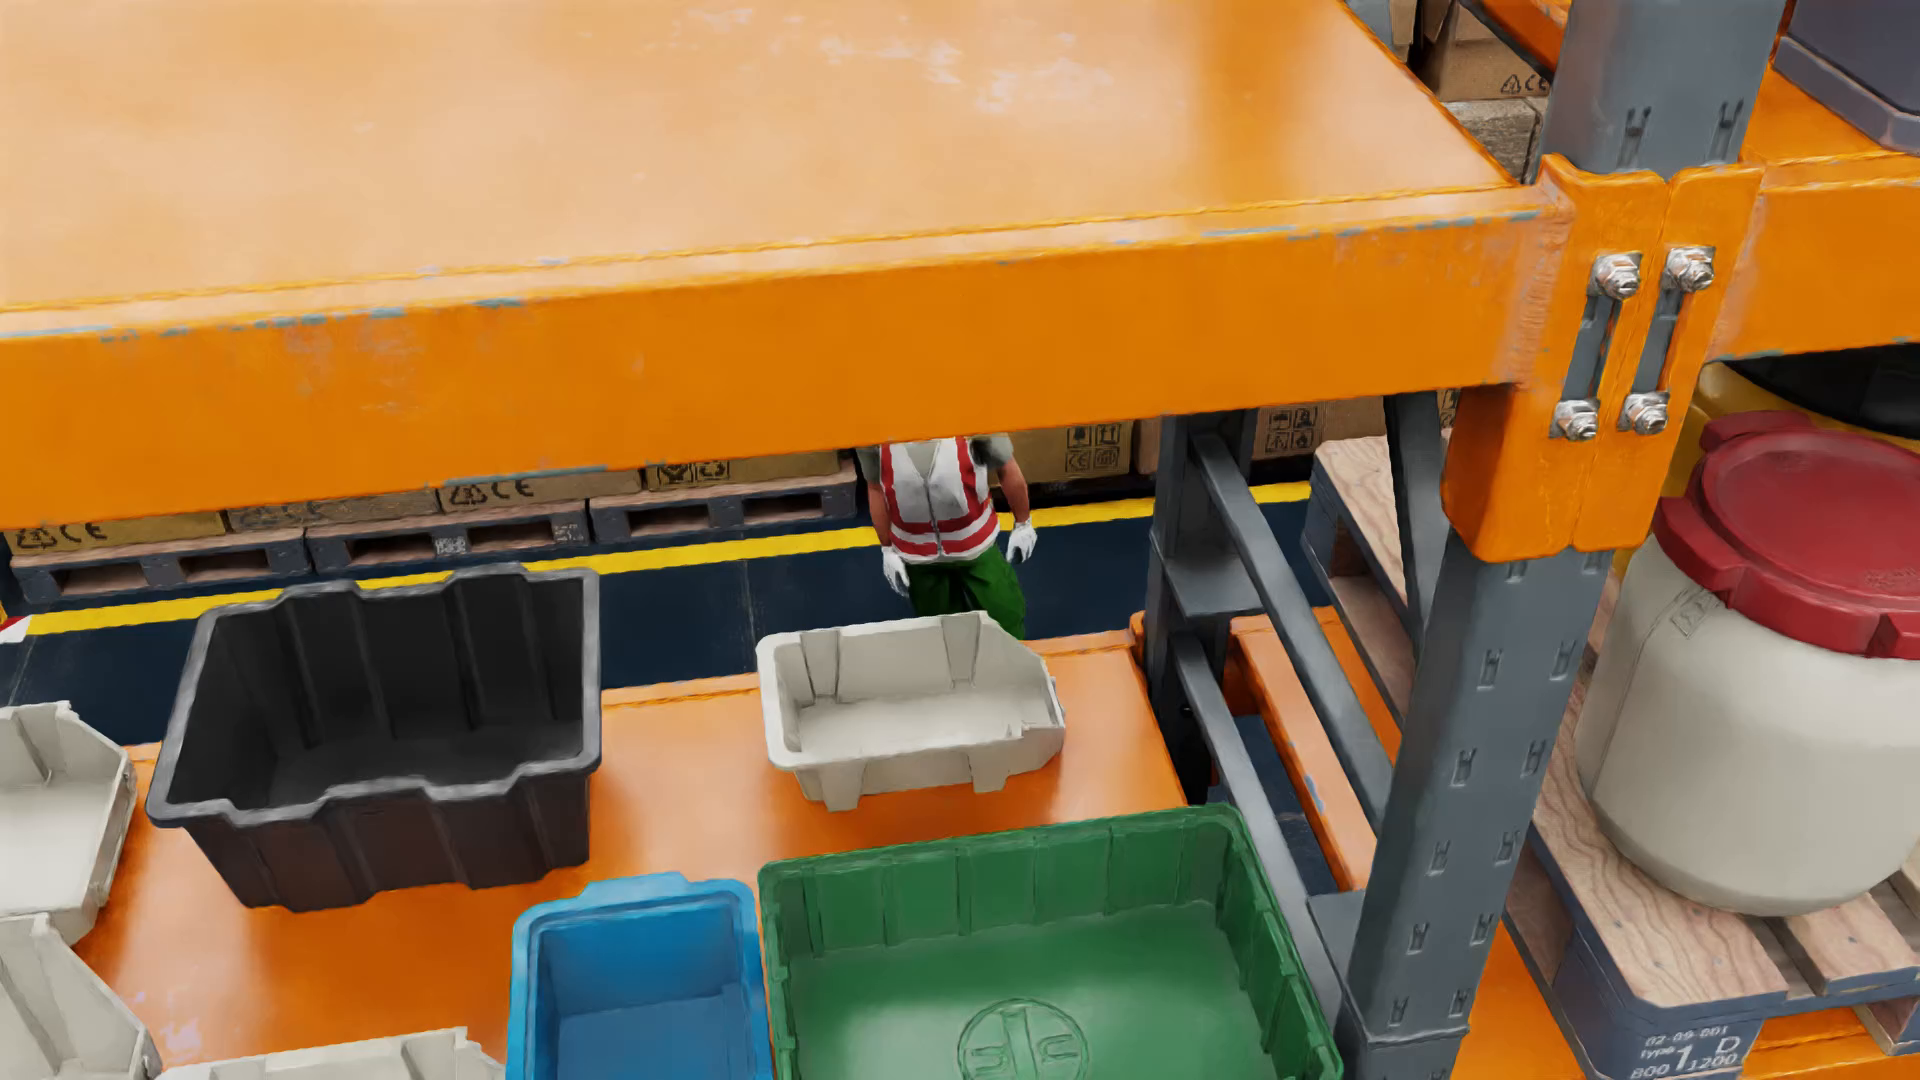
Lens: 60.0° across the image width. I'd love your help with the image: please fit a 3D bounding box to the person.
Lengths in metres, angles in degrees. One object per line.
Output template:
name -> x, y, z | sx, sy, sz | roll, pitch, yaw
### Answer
person -> -0.044, -0.009, 6.162 | 0.656, 1.753, 0.658 | 0, 38, 1
